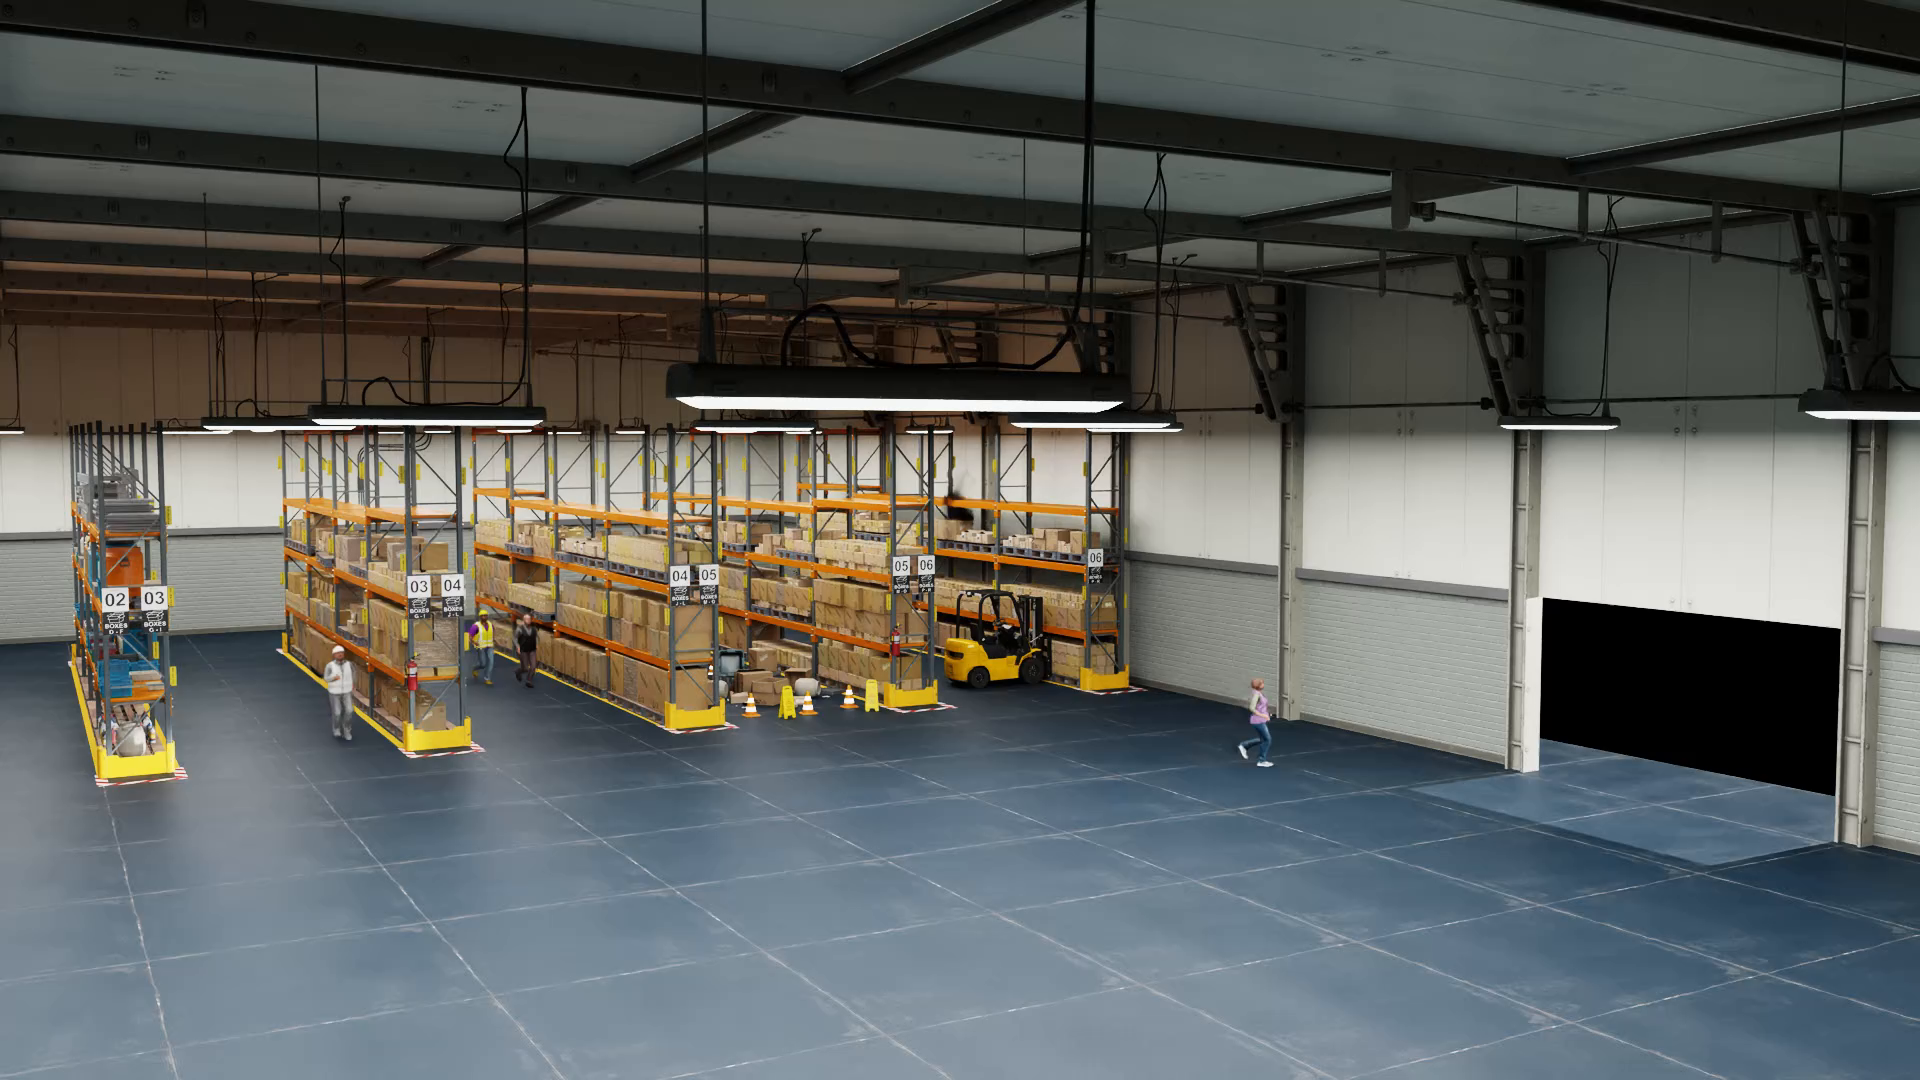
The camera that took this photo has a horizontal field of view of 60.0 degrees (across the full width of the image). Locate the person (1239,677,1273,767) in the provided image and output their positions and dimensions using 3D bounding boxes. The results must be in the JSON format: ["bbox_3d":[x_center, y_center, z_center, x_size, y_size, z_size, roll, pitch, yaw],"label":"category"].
[{"bbox_3d":[5.142,3.159,28.899,0.608,1.549,0.538,1,4,14],"label":"person"}]

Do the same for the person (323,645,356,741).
[{"bbox_3d":[-11.690,2.901,31.413,0.637,1.814,0.711,-2,4,-31],"label":"person"}]

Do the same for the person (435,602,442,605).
[{"bbox_3d":[-14.918,2.002,47.018,0.870,1.612,0.763,-3,5,-44],"label":"person"}]

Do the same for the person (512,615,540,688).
[{"bbox_3d":[-9.940,2.540,38.091,0.647,1.675,0.637,-3,4,-36],"label":"person"}]

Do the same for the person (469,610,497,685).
[{"bbox_3d":[-11.011,2.483,38.486,0.700,1.738,0.801,-3,5,-43],"label":"person"}]
